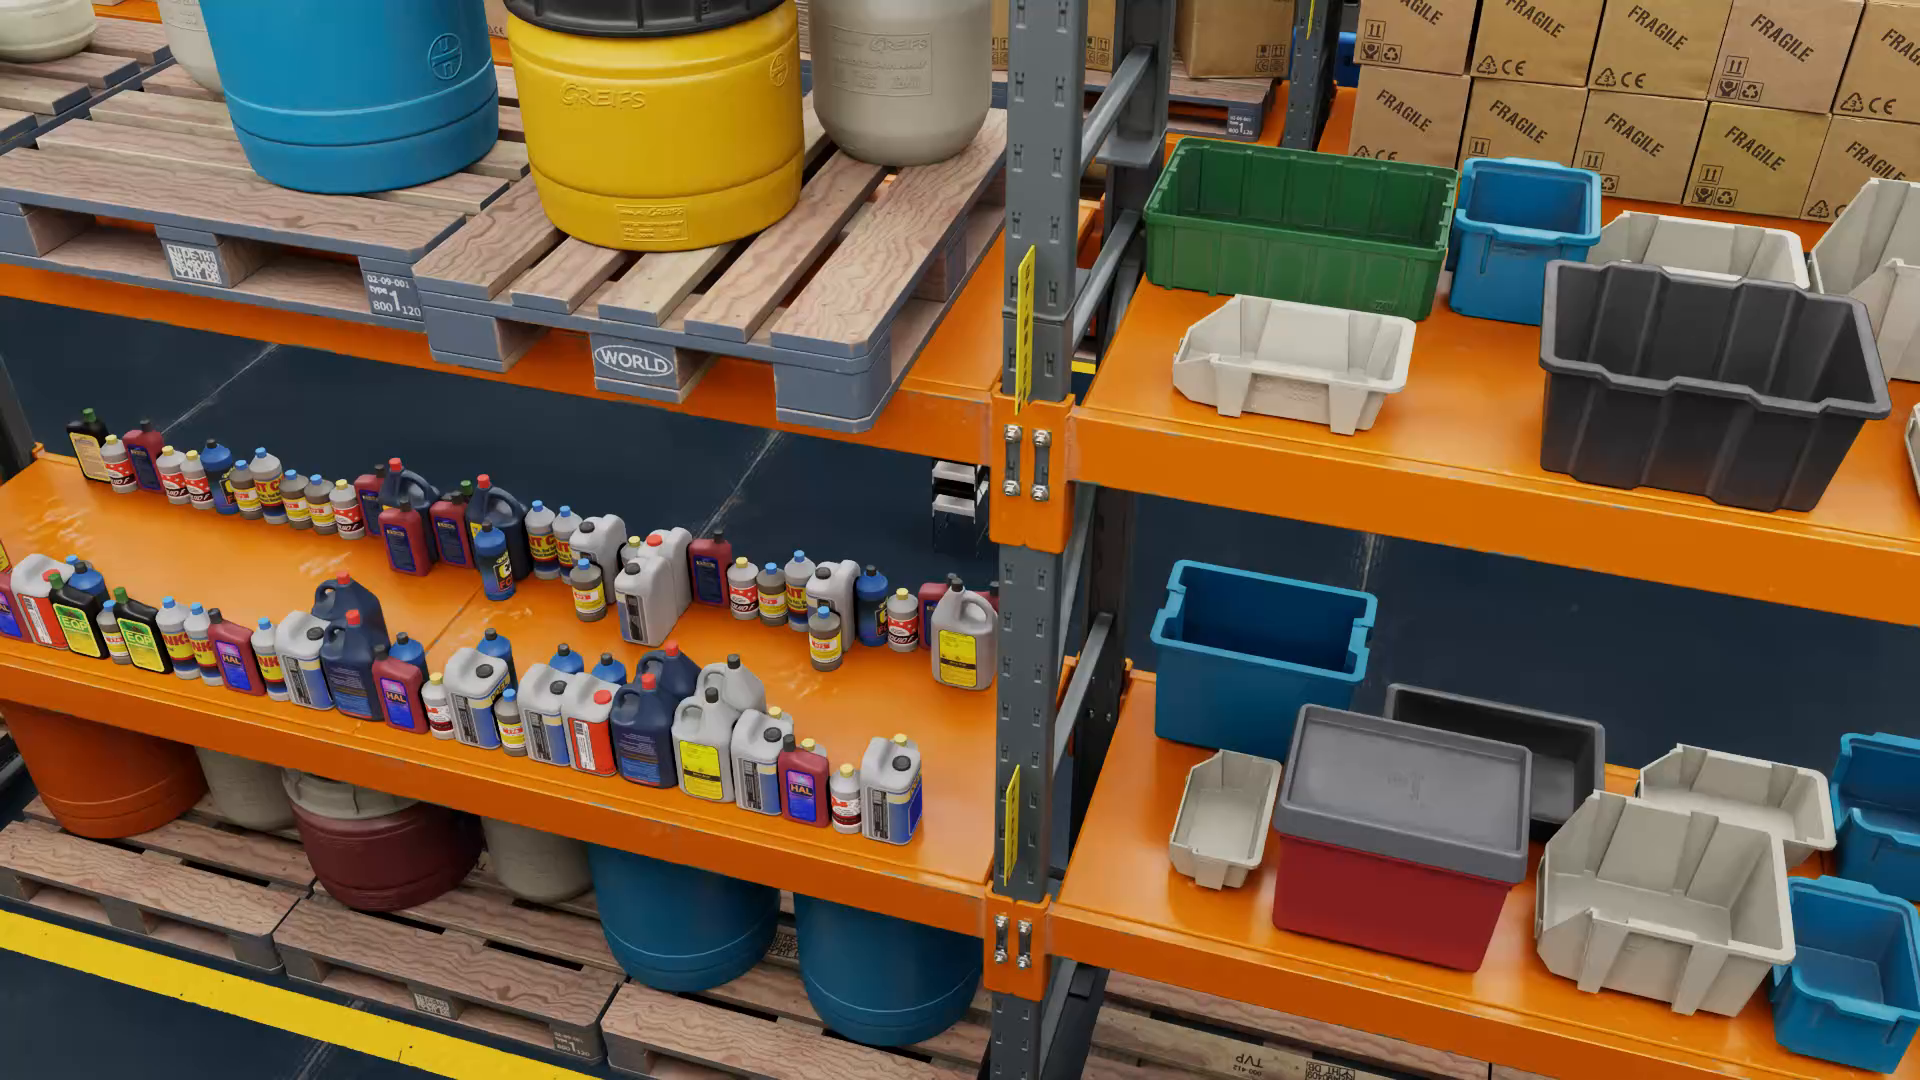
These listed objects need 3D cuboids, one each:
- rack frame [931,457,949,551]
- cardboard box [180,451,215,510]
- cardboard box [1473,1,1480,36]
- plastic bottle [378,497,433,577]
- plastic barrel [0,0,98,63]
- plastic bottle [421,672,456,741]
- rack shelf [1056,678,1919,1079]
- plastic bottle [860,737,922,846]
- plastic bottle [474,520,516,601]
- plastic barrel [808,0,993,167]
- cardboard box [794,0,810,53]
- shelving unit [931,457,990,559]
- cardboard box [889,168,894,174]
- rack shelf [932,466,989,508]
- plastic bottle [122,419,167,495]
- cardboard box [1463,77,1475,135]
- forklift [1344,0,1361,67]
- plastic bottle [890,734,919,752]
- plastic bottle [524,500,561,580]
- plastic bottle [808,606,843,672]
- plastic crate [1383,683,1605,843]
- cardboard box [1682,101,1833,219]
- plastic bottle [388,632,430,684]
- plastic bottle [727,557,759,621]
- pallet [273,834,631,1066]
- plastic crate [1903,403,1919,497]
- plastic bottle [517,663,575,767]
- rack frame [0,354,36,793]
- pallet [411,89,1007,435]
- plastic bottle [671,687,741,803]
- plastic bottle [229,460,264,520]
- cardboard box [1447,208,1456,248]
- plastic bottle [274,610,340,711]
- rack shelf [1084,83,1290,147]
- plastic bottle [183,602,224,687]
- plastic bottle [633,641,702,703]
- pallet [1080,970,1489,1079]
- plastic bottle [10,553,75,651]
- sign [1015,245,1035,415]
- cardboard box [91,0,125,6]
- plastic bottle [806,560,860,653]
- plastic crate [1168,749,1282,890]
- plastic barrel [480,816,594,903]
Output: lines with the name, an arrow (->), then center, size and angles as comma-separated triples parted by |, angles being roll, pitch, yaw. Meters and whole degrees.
rack frame -> -0.089, -0.379, 7.506 | 0.006, 0.900, 0.240 | 10, 38, 14
cardboard box -> -3.566, -1.517, 8.368 | 3.820, 1.291, 5.055 | 11, 38, 15
cardboard box -> 2.332, -2.806, 8.104 | 0.500, 0.500, 0.500 | 11, 38, 14
plastic bottle -> -1.788, -0.017, 5.341 | 0.133, 0.283, 0.061 | 10, 38, 14
plastic barrel -> -2.459, -1.426, 4.388 | 0.301, 0.262, 0.301 | 0, 36, 0
plastic bottle -> -1.479, 0.466, 4.754 | 0.097, 0.201, 0.097 | 0, 36, 0
rack shelf -> 2.201, 1.061, 4.220 | 3.809, 0.124, 0.919 | 10, 38, 14
plastic bottle -> -0.181, 0.660, 4.428 | 0.135, 0.276, 0.152 | 10, 38, 14
plastic bottle -> -1.473, 0.057, 5.250 | 0.098, 0.271, 0.098 | 0, 36, 0
plastic barrel -> -0.136, -1.170, 3.810 | 0.433, 0.535, 0.433 | 0, 36, 0
cardboard box -> -0.595, -2.905, 8.728 | 0.500, 0.500, 0.700 | 18, 40, 22
shelving unit -> 0.008, -0.361, 7.481 | 0.210, 0.900, 0.258 | 10, 38, 14
cardboard box -> -0.589, -2.059, 9.755 | 0.500, 0.500, 0.500 | 9, 37, 12
rack shelf -> 0.008, -0.262, 7.554 | 0.200, 0.077, 0.258 | 10, 38, 14
plastic bottle -> -2.793, -0.293, 5.716 | 0.133, 0.283, 0.061 | 10, 38, 14
cardboard box -> 2.819, -2.312, 8.277 | 0.500, 0.500, 0.500 | 12, 38, 15
forklift -> 0.572, -4.729, 11.703 | 5.519, 2.935, 3.258 | 11, 38, 15
plastic bottle -> -0.161, 0.616, 4.551 | 0.097, 0.201, 0.097 | 0, 36, 0
plastic bottle -> -1.337, -0.007, 5.338 | 0.097, 0.271, 0.097 | 0, 36, 0
plastic bottle -> -0.405, 0.288, 4.996 | 0.097, 0.201, 0.097 | 0, 36, 0
plastic crate -> 1.440, 0.629, 4.547 | 0.590, 0.125, 0.437 | 10, 38, 14
cardboard box -> 3.630, -1.834, 7.627 | 0.500, 0.500, 0.500 | 10, 38, 13
plastic bottle -> -1.589, 0.380, 4.812 | 0.097, 0.271, 0.097 | 0, 36, 0
plastic bottle -> -0.674, 0.144, 5.192 | 0.097, 0.201, 0.097 | 0, 36, 0
pallet -> -1.600, 1.245, 5.881 | 1.213, 0.211, 1.003 | 10, 38, 14
plastic crate -> 2.064, -0.123, 3.079 | 0.530, 0.136, 0.437 | 10, 38, 14
plastic bottle -> -1.139, 0.482, 4.669 | 0.135, 0.276, 0.152 | 10, 38, 14
rack frame -> -3.526, -0.211, 5.506 | 0.127, 3.000, 1.000 | 10, 38, 14
pallet -> -0.485, -0.719, 3.825 | 1.003, 0.211, 1.213 | 10, 38, 14
plastic bottle -> -0.683, 0.539, 4.529 | 0.185, 0.351, 0.144 | 10, 38, 14
plastic bottle -> -2.409, -0.177, 5.628 | 0.097, 0.201, 0.097 | 0, 36, 0
cardboard box -> 2.401, -1.536, 9.044 | 0.500, 0.500, 0.500 | 10, 38, 14
plastic bottle -> -1.886, 0.344, 4.857 | 0.135, 0.276, 0.152 | 10, 38, 14
rack shelf -> -0.137, -2.448, 8.988 | 3.809, 0.124, 0.919 | 10, 38, 14
plastic bottle -> -2.225, 0.300, 4.921 | 0.097, 0.271, 0.097 | 0, 36, 0
plastic bottle -> -0.817, 0.425, 4.684 | 0.185, 0.351, 0.144 | 10, 38, 14
pallet -> 1.005, 1.727, 5.225 | 1.213, 0.211, 1.003 | 10, 38, 14
plastic bottle -> -2.768, 0.180, 5.079 | 0.135, 0.276, 0.152 | 10, 38, 14
sign -> 0.126, -0.404, 3.231 | 0.005, 0.325, 0.100 | 10, 38, 14
cardboard box -> -5.079, -3.346, 9.978 | 0.250, 0.149, 0.380 | 10, 38, 14
plastic bottle -> -0.386, 0.184, 5.074 | 0.135, 0.276, 0.152 | 10, 38, 14
plastic crate -> 0.693, 0.741, 4.384 | 0.243, 0.136, 0.396 | 10, 38, 14
plastic barrel -> -1.411, 0.948, 5.676 | 0.421, 0.512, 0.421 | 0, 36, 0
